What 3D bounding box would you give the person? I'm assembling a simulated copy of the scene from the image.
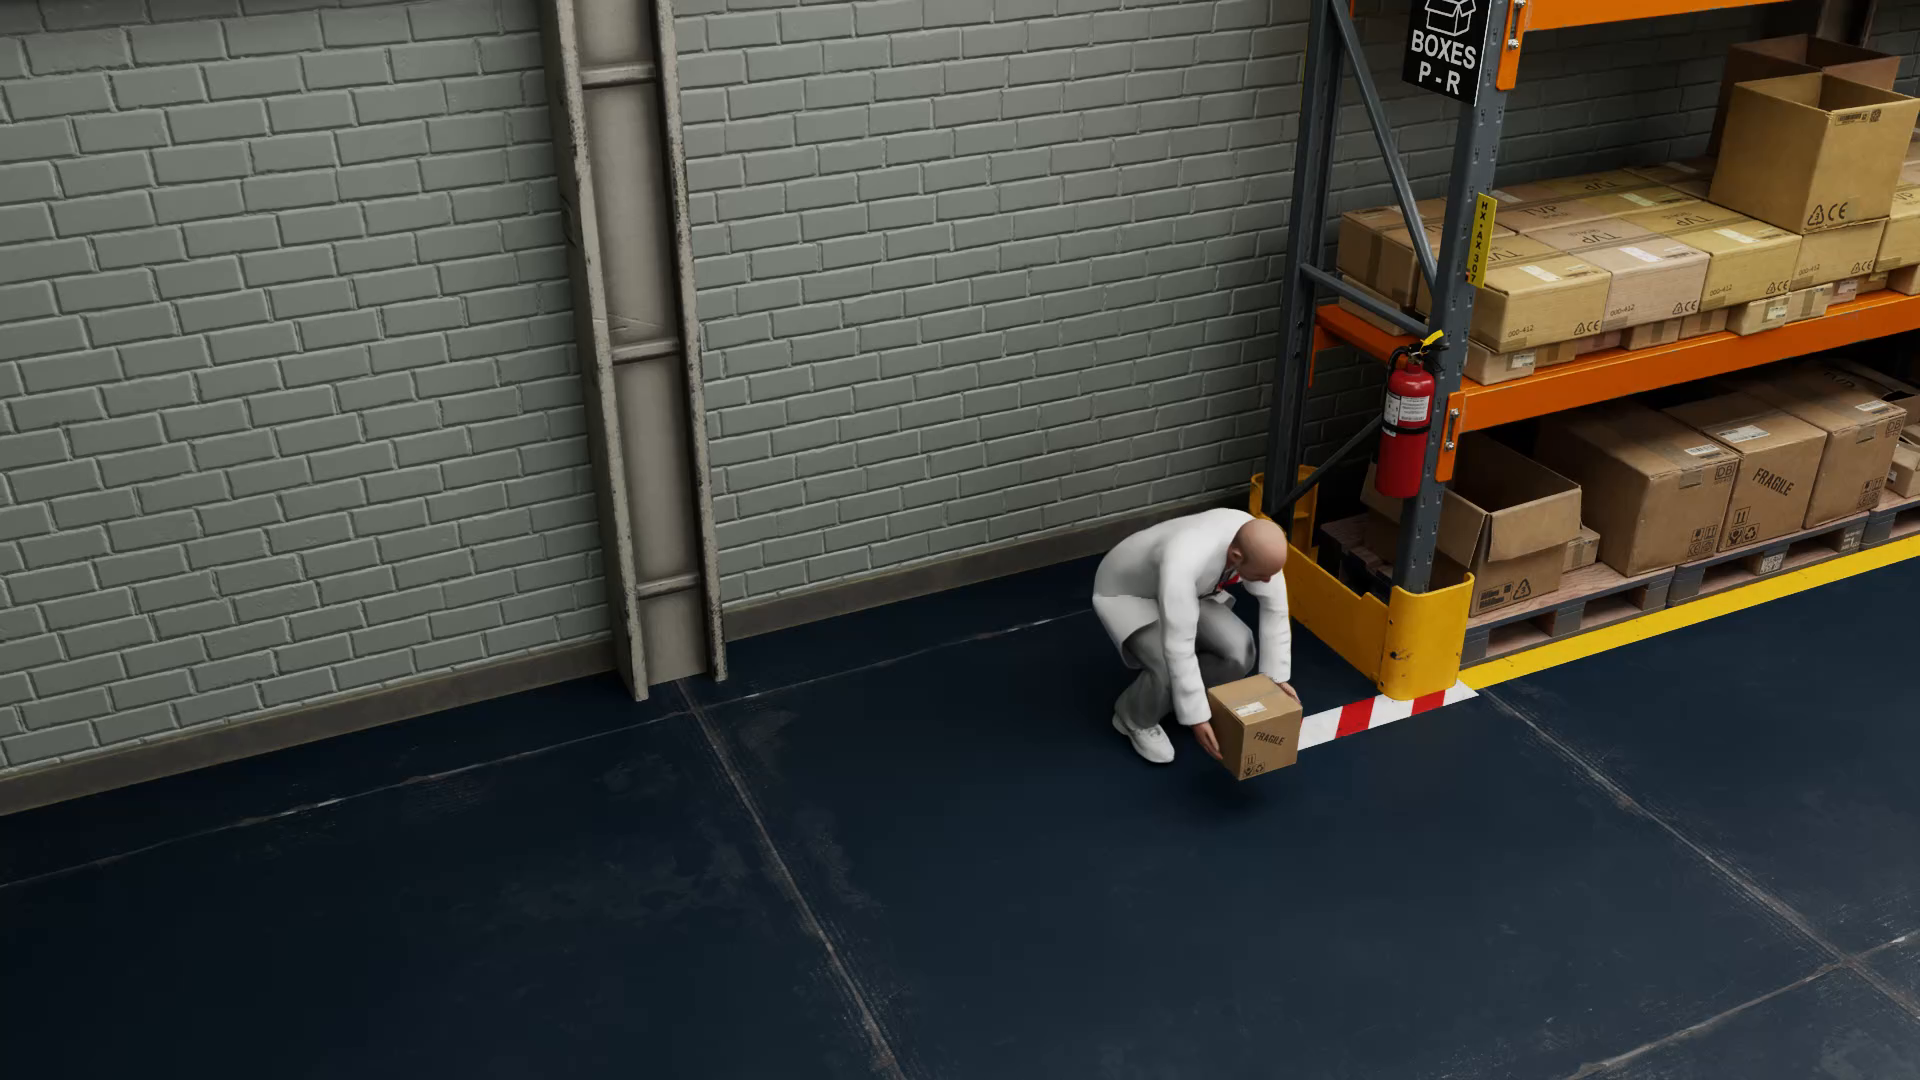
[{"bbox_3d":[0.878,0.305,6.292,0.611,1.101,0.869,-17,33,-27],"label":"person"}]
